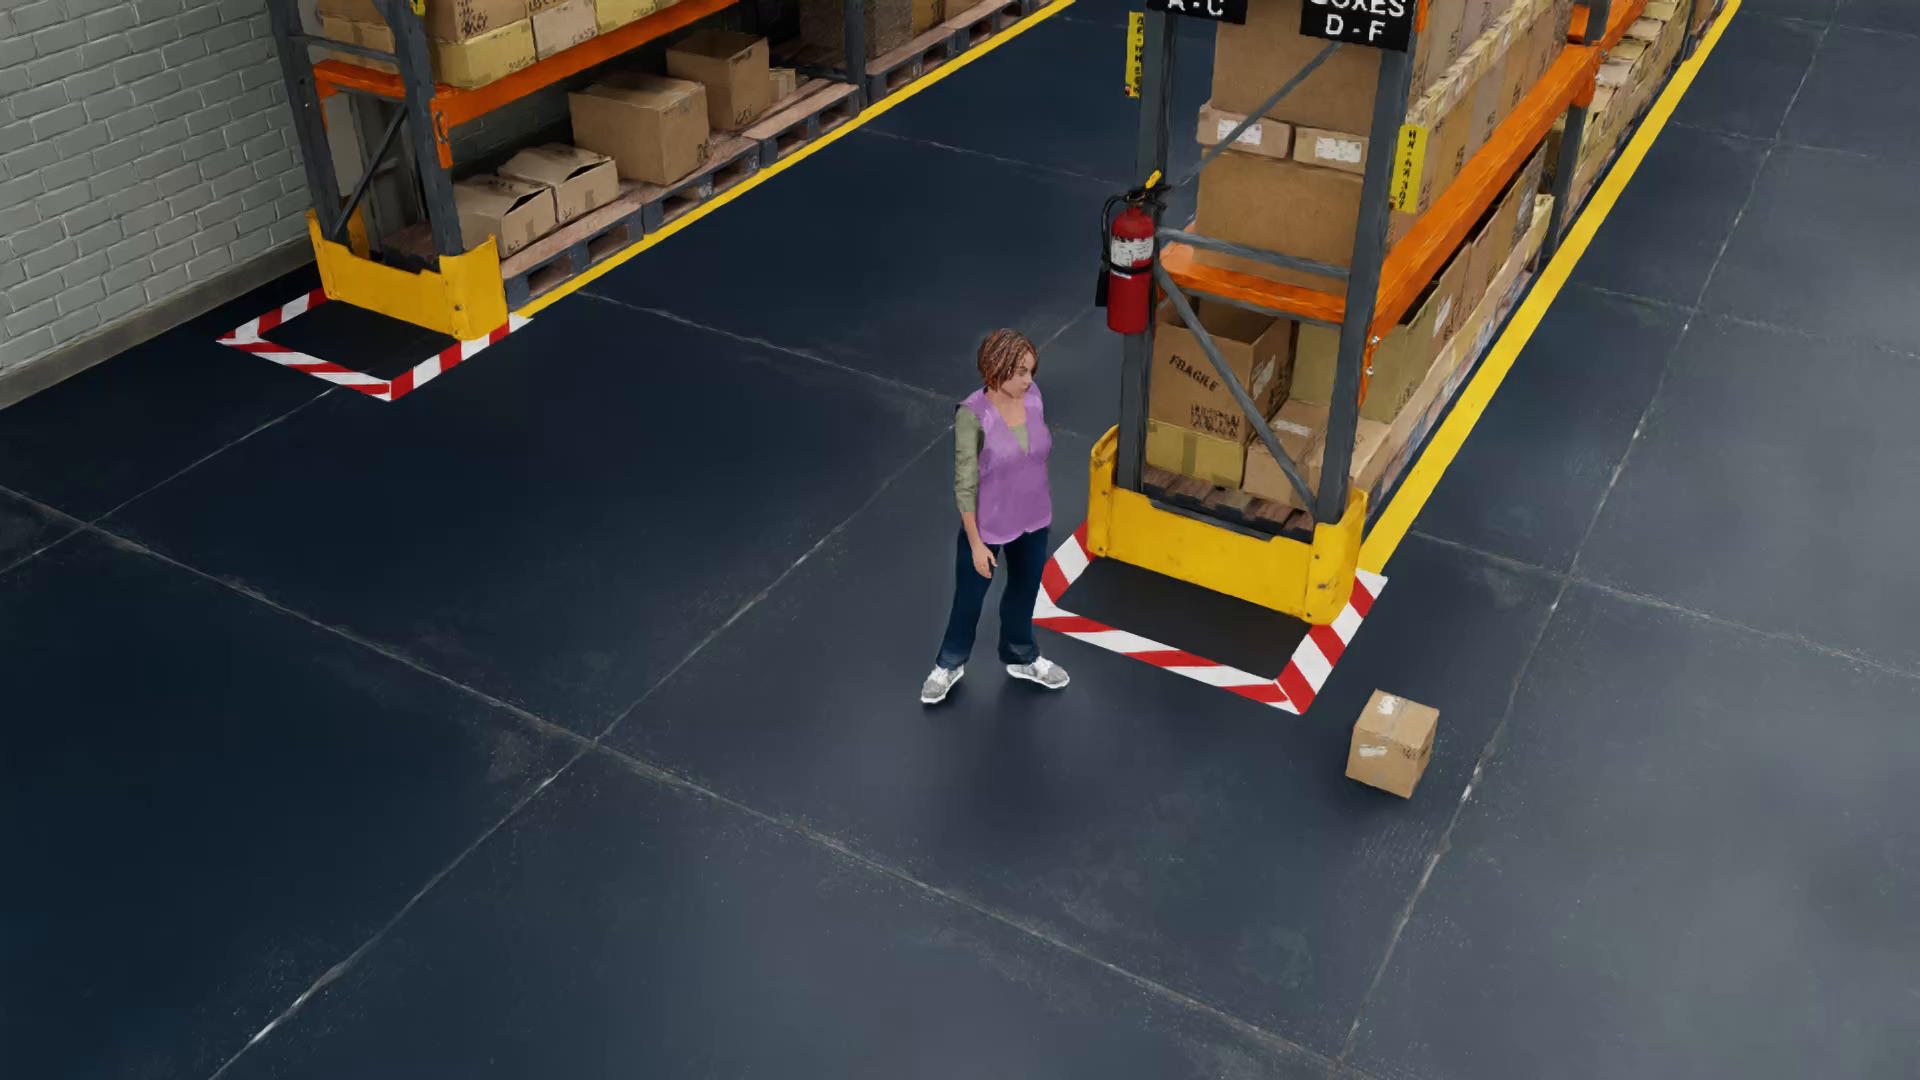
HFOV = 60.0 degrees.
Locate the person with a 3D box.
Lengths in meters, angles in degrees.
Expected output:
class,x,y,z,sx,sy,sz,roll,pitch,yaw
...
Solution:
class,x,y,z,sx,sy,sz,roll,pitch,yaw
person,0.120,-0.064,6.219,0.575,1.597,0.374,-21,40,-27
